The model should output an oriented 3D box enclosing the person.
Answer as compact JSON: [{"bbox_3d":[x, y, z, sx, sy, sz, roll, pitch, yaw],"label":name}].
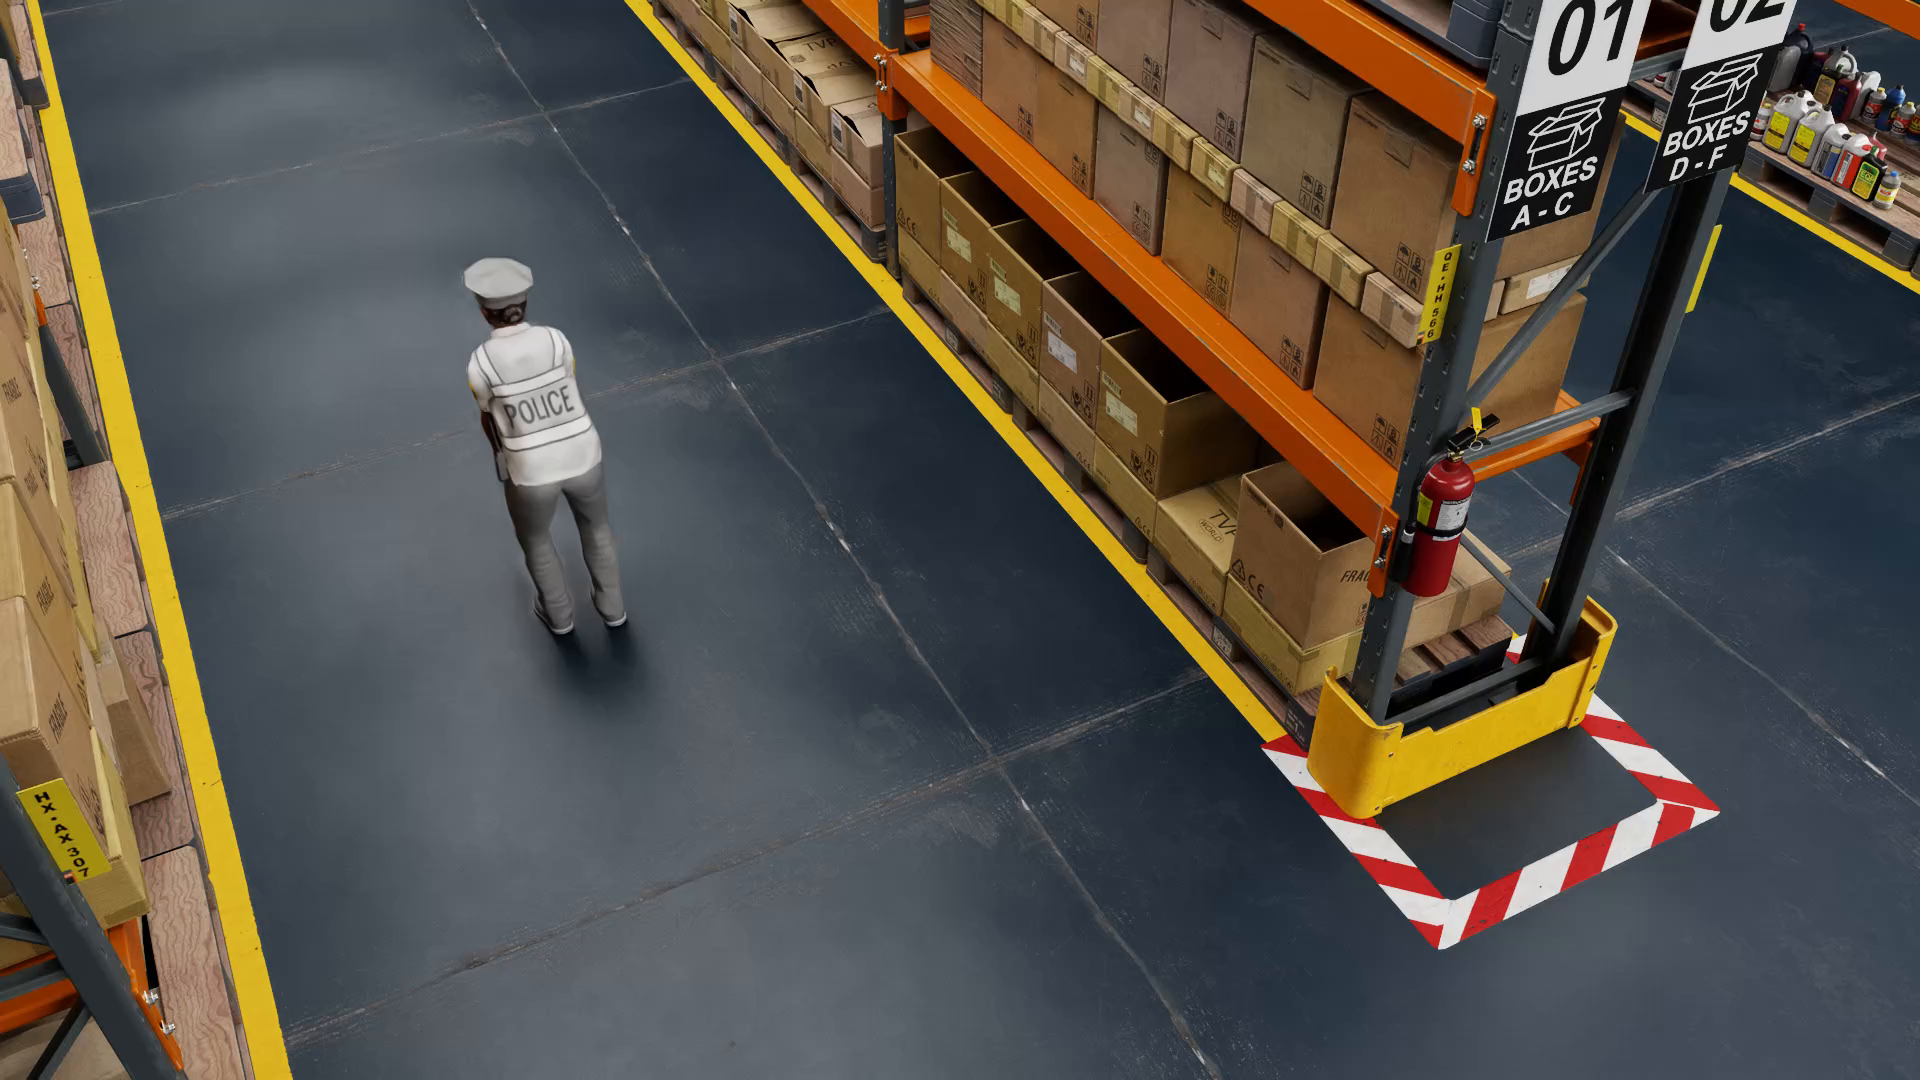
[{"bbox_3d":[-1.632,-0.335,6.513,0.460,1.692,0.515,-19,45,-20],"label":"person"}]
